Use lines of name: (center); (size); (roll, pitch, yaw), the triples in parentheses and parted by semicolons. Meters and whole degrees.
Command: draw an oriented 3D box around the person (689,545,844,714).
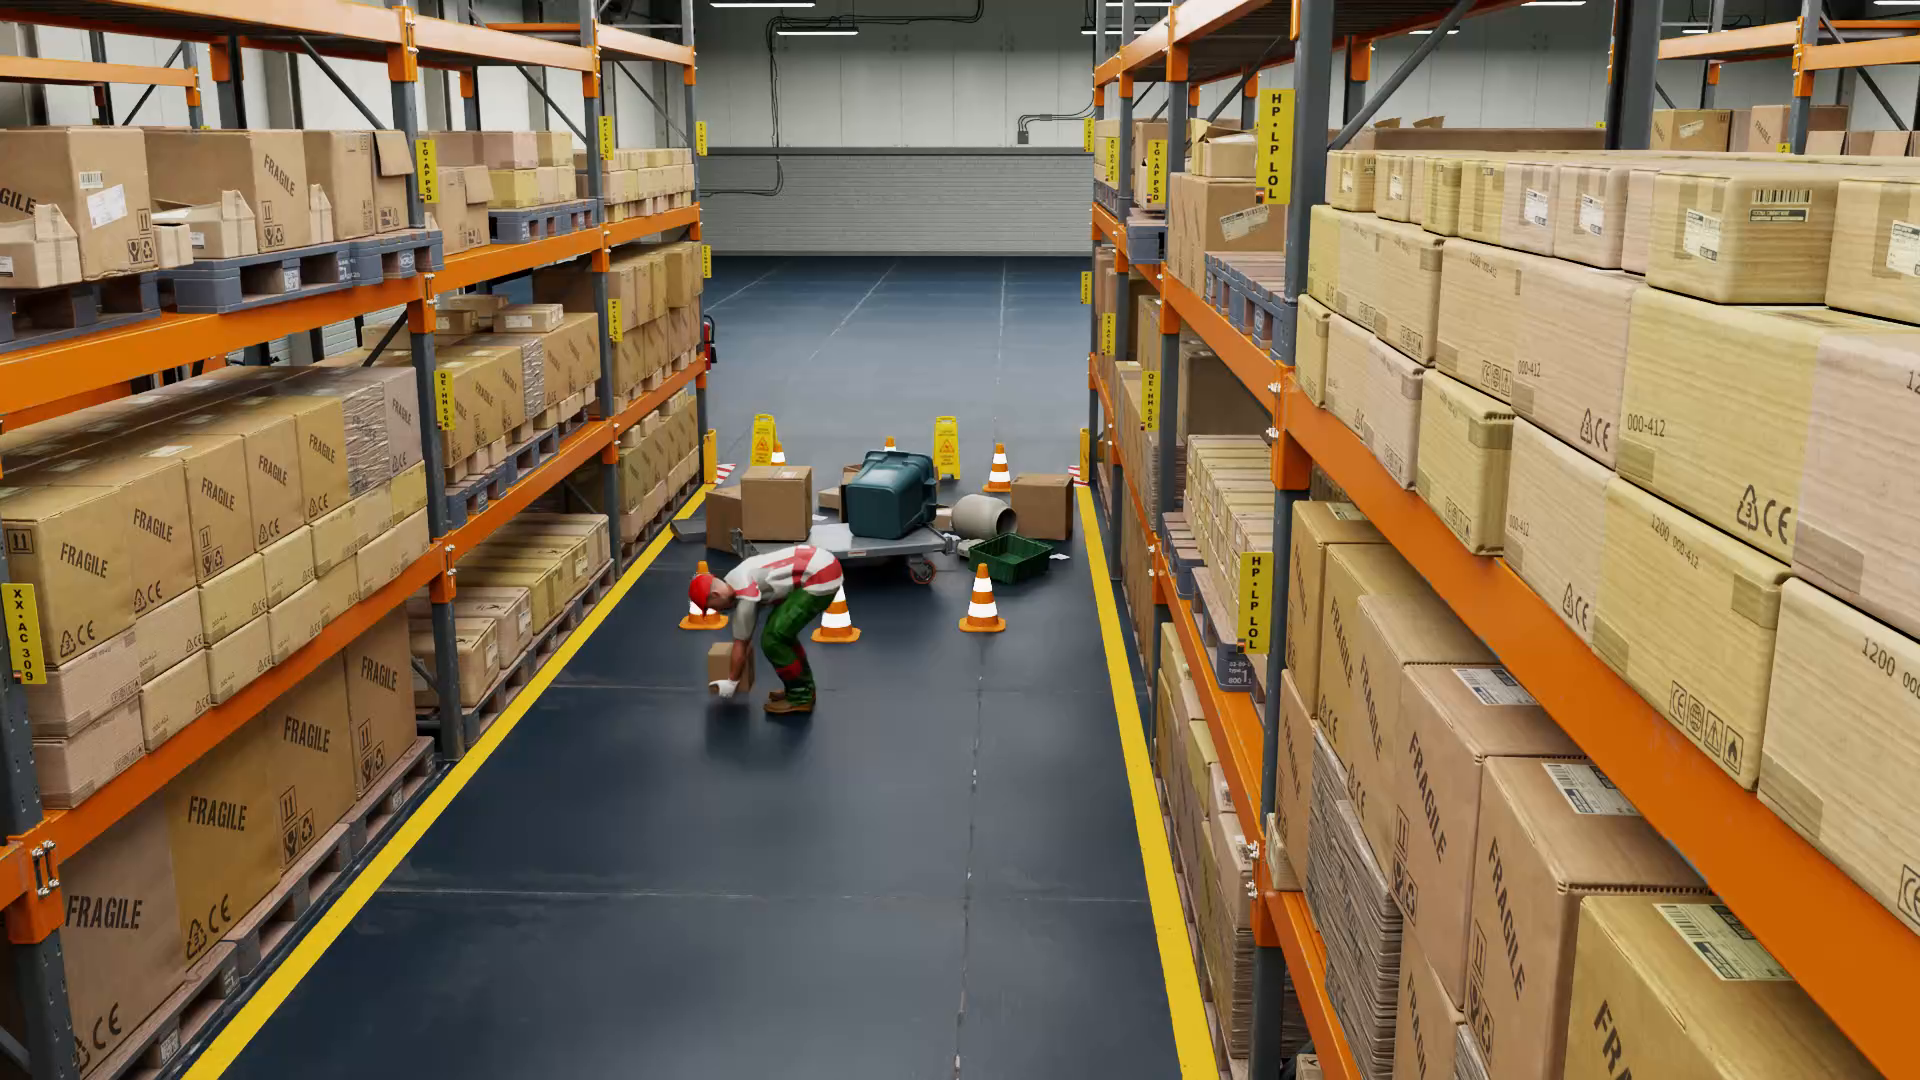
person: (-1.193, 0.547, 10.309); (0.955, 1.024, 0.510); (0, 14, -1)
